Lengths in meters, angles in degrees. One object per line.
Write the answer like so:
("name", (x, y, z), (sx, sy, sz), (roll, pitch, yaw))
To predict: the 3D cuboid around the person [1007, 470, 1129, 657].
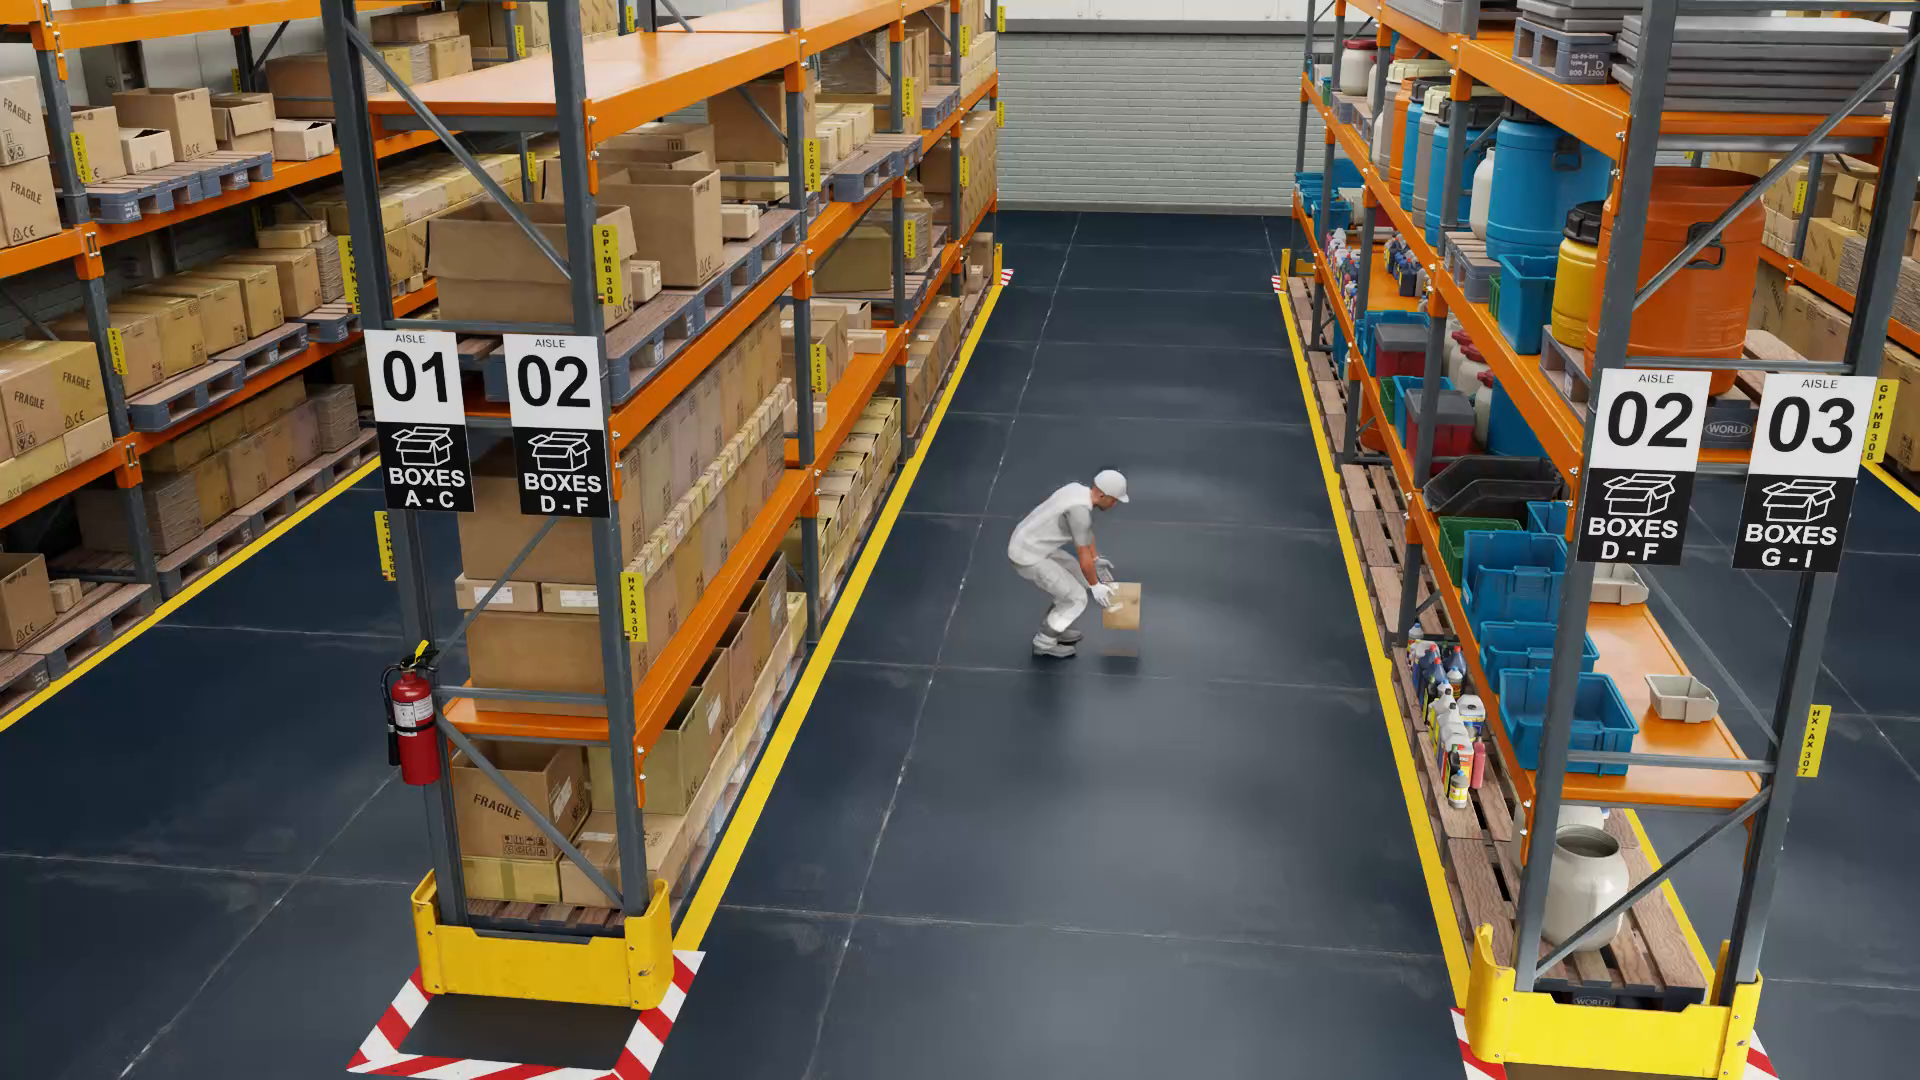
("person", (0.734, 0.126, 11.412), (0.816, 1.295, 0.584), (2, 21, 6))
